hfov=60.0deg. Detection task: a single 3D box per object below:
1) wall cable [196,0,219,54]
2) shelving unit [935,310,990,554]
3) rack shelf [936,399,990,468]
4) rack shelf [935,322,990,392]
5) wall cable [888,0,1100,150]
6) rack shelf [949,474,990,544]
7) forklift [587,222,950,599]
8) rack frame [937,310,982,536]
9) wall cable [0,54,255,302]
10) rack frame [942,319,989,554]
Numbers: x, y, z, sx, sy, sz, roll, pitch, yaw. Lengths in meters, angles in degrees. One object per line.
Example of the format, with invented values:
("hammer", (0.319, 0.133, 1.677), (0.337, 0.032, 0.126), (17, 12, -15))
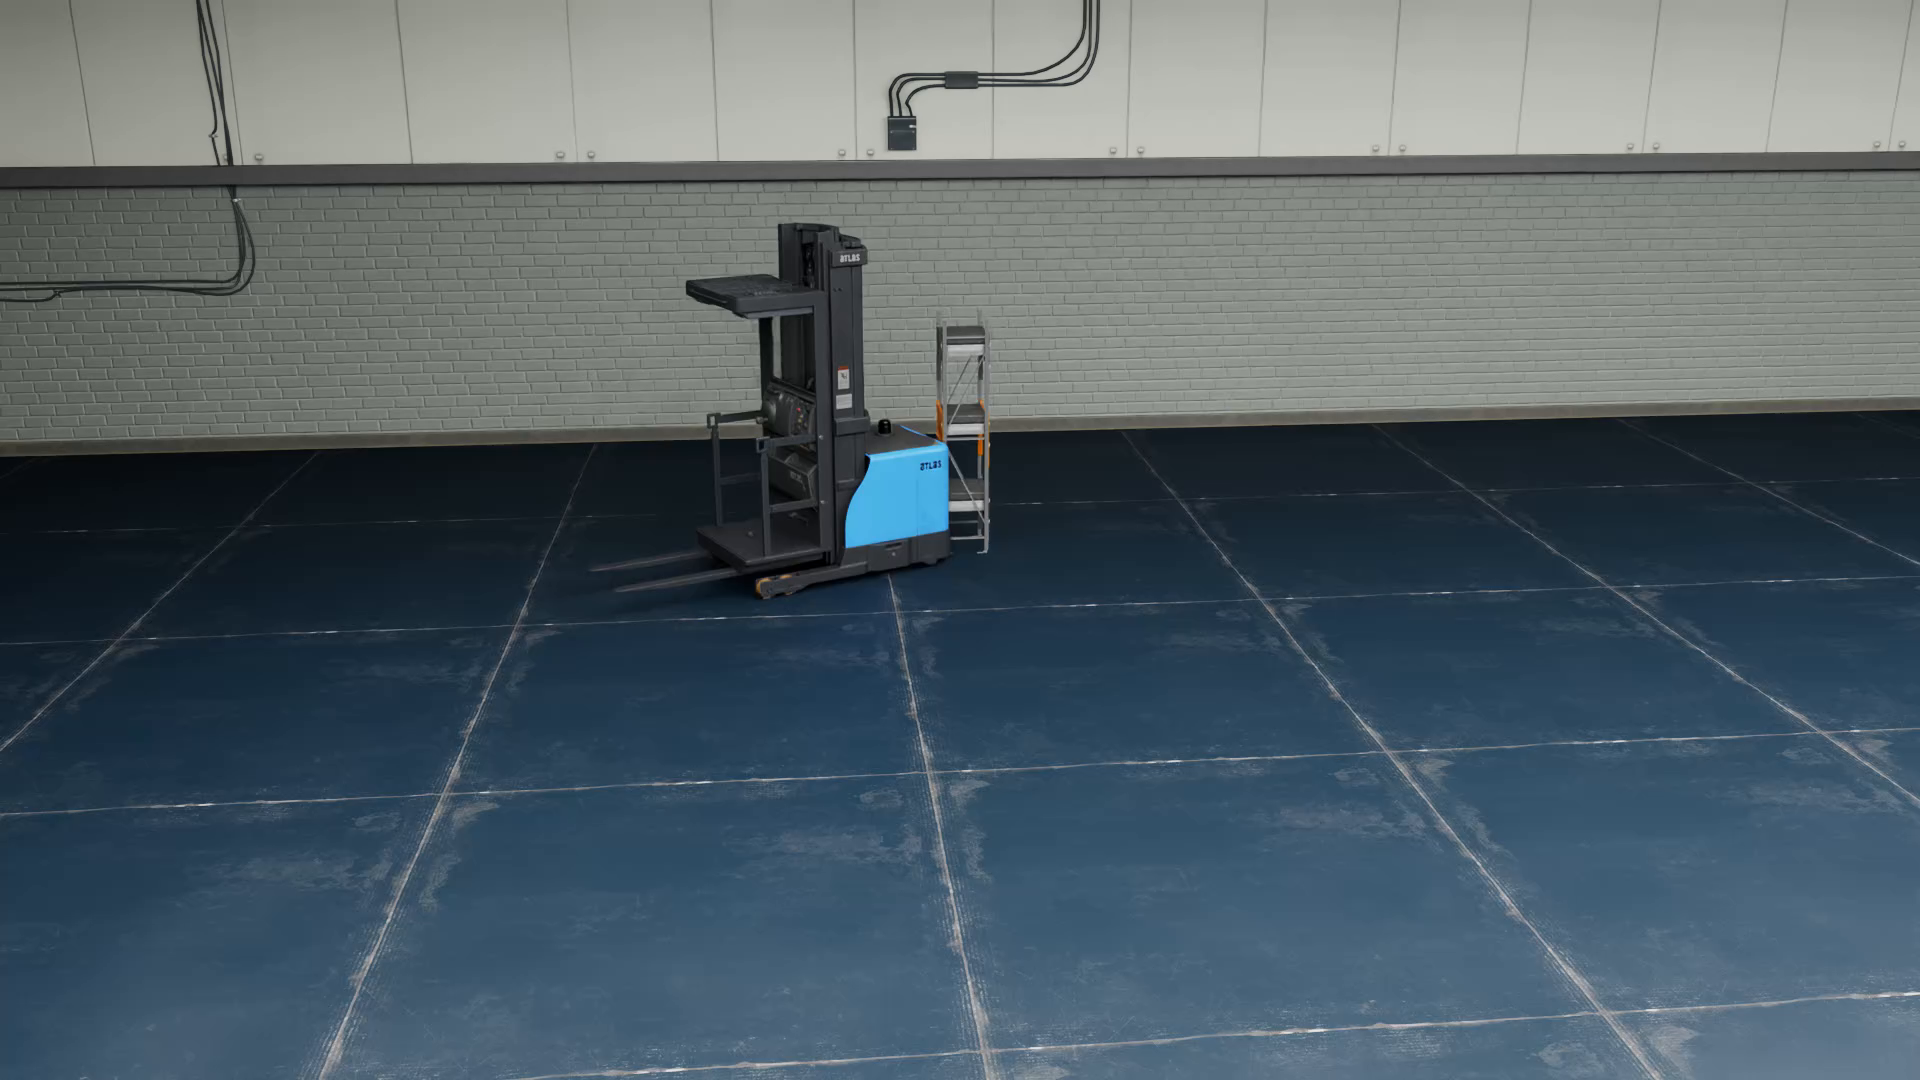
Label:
("wall cable", (-6.386, -6.248, 16.880), (3.097, 2.526, 0.112), (-2, 18, -6))
("shelving unit", (0.023, -0.955, 14.784), (0.431, 2.100, 0.503), (-2, 18, -6))
("rack shelf", (0.023, -0.942, 14.788), (0.431, 0.518, 0.480), (-2, 18, -6))
("rack shelf", (0.022, -1.610, 14.577), (0.431, 0.518, 0.480), (-2, 18, -6))
("wall cable", (0.368, -7.147, 17.315), (2.305, 6.003, 0.169), (-2, 18, -6))
("rack shelf", (0.024, -0.275, 14.999), (0.431, 0.518, 0.480), (-2, 18, -6))
("forklift", (-1.612, -1.094, 13.841), (3.031, 2.935, 1.130), (-10, 20, -30))
("rack frame", (-0.005, -1.028, 15.015), (0.400, 2.100, 0.015), (-2, 18, -6))
("wall cable", (-9.077, -3.755, 17.371), (3.097, 2.526, 0.112), (-2, 18, -6))
("rack frame", (0.051, -0.882, 14.553), (0.400, 2.100, 0.015), (-2, 18, -6))
